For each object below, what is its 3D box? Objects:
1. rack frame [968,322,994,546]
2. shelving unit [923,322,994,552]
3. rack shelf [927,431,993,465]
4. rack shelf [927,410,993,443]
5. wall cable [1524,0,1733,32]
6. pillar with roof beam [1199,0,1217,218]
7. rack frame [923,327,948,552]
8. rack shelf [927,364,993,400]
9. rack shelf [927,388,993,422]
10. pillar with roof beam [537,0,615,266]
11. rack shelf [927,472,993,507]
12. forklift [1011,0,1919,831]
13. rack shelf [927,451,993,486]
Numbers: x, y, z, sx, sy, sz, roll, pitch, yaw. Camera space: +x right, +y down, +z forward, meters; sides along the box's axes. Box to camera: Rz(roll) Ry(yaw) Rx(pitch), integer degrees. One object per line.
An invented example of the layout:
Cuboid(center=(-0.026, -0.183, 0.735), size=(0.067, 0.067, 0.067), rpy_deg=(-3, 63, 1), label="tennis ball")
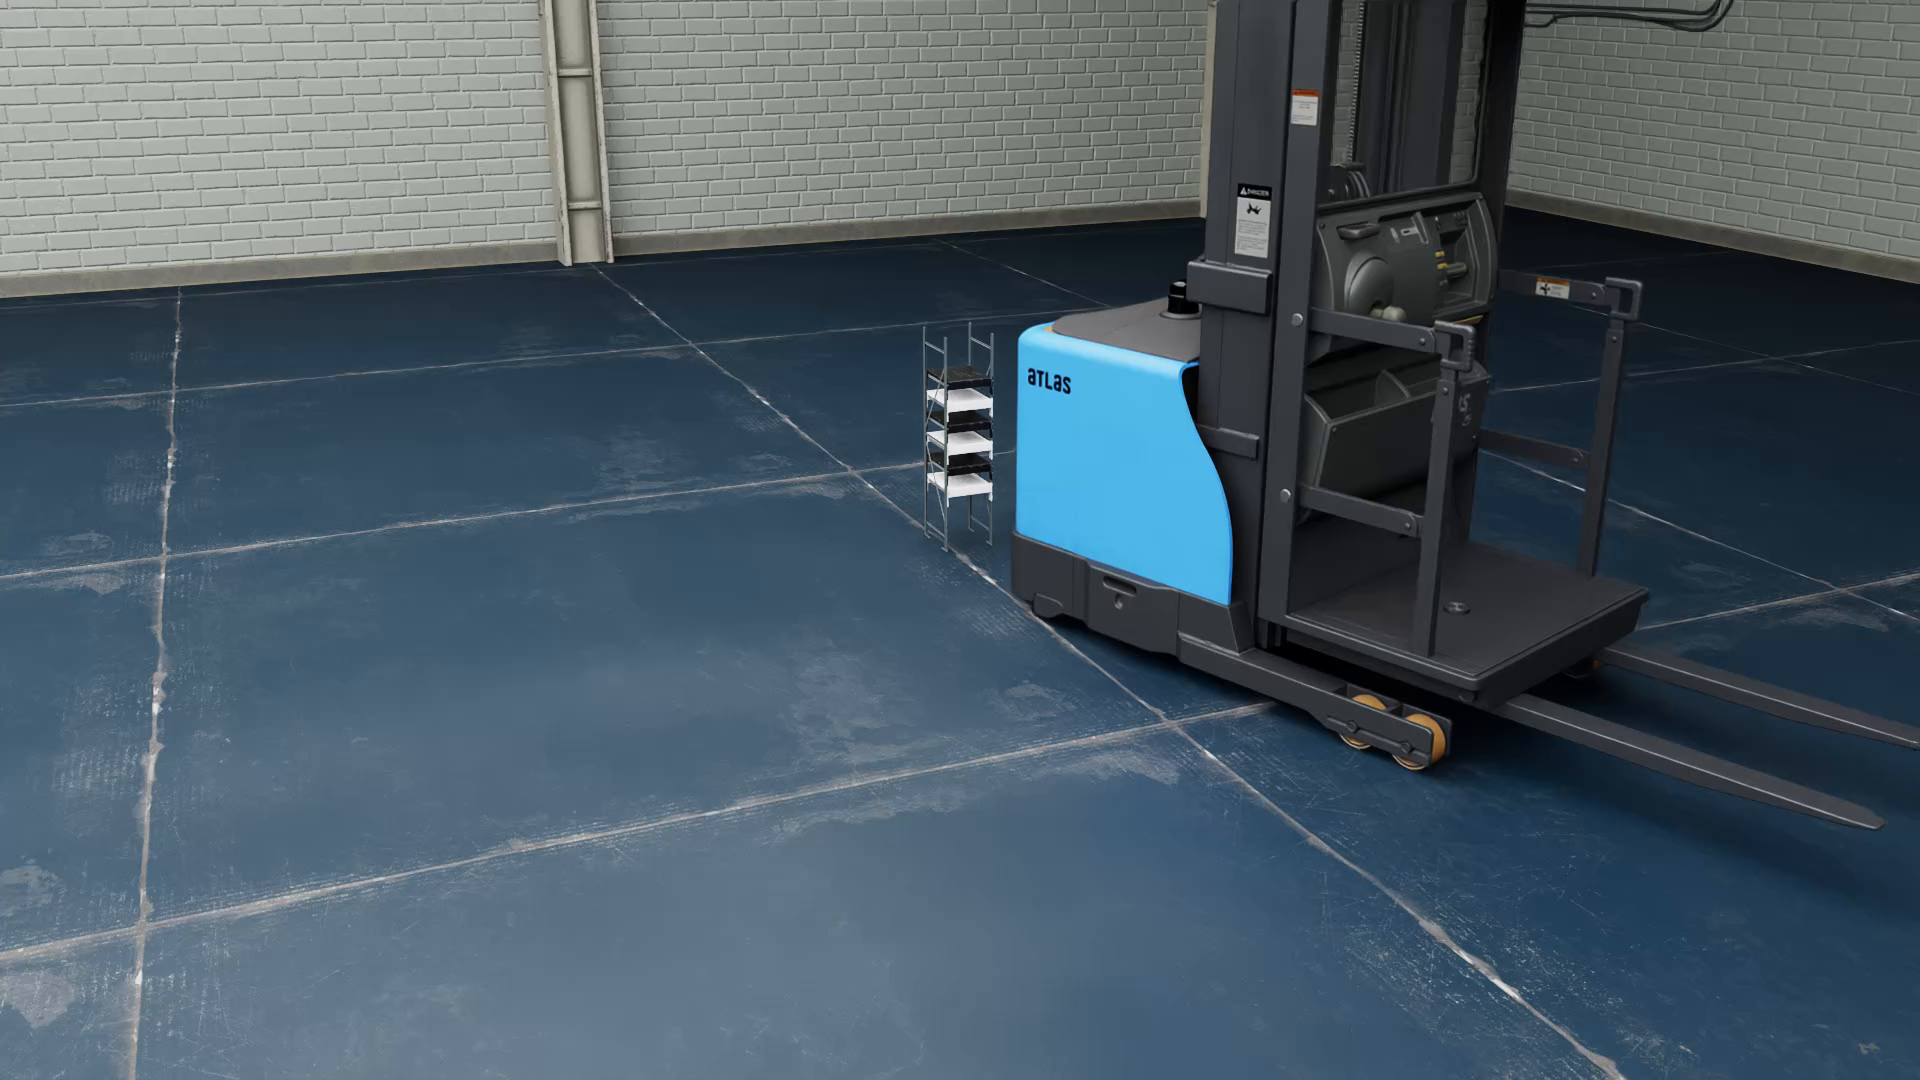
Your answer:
Cuboid(center=(0.086, -0.437, 6.908), size=(0.006, 0.900, 0.240), rpy_deg=(-8, 21, -22), label="rack frame")
Cuboid(center=(-0.007, -0.423, 6.870), size=(0.210, 0.900, 0.258), rpy_deg=(-8, 21, -22), label="shelving unit")
Cuboid(center=(-0.007, -0.392, 6.881), size=(0.200, 0.077, 0.258), rpy_deg=(-8, 21, -22), label="rack shelf")
Cuboid(center=(-0.007, -0.477, 6.851), size=(0.200, 0.077, 0.258), rpy_deg=(-8, 21, -22), label="rack shelf")
Cuboid(center=(5.721, -5.806, 14.639), size=(0.112, 2.526, 3.097), rpy_deg=(-8, 21, -22), label="wall cable")
Cuboid(center=(4.197, -5.974, 10.439), size=(0.400, 9.000, 9.100), rpy_deg=(-8, 21, -22), label="pillar with roof beam")
Cuboid(center=(-0.101, -0.410, 6.832), size=(0.006, 0.900, 0.240), rpy_deg=(-8, 21, -22), label="rack frame")
Cuboid(center=(-0.007, -0.647, 6.791), size=(0.200, 0.077, 0.258), rpy_deg=(-8, 21, -22), label="rack shelf")
Cuboid(center=(-0.007, -0.562, 6.821), size=(0.200, 0.077, 0.258), rpy_deg=(-8, 21, -22), label="rack shelf")
Cuboid(center=(-1.312, -5.185, 8.198), size=(0.400, 9.000, 9.100), rpy_deg=(-8, 21, -22), label="pillar with roof beam")
Cuboid(center=(-0.007, -0.222, 6.940), size=(0.200, 0.077, 0.258), rpy_deg=(-8, 21, -22), label="rack shelf")
Cuboid(center=(1.562, -0.877, 5.099), size=(1.130, 2.935, 3.031), rpy_deg=(-17, 26, -40), label="forklift")
Cuboid(center=(-0.007, -0.307, 6.911), size=(0.200, 0.077, 0.258), rpy_deg=(-8, 21, -22), label="rack shelf")
